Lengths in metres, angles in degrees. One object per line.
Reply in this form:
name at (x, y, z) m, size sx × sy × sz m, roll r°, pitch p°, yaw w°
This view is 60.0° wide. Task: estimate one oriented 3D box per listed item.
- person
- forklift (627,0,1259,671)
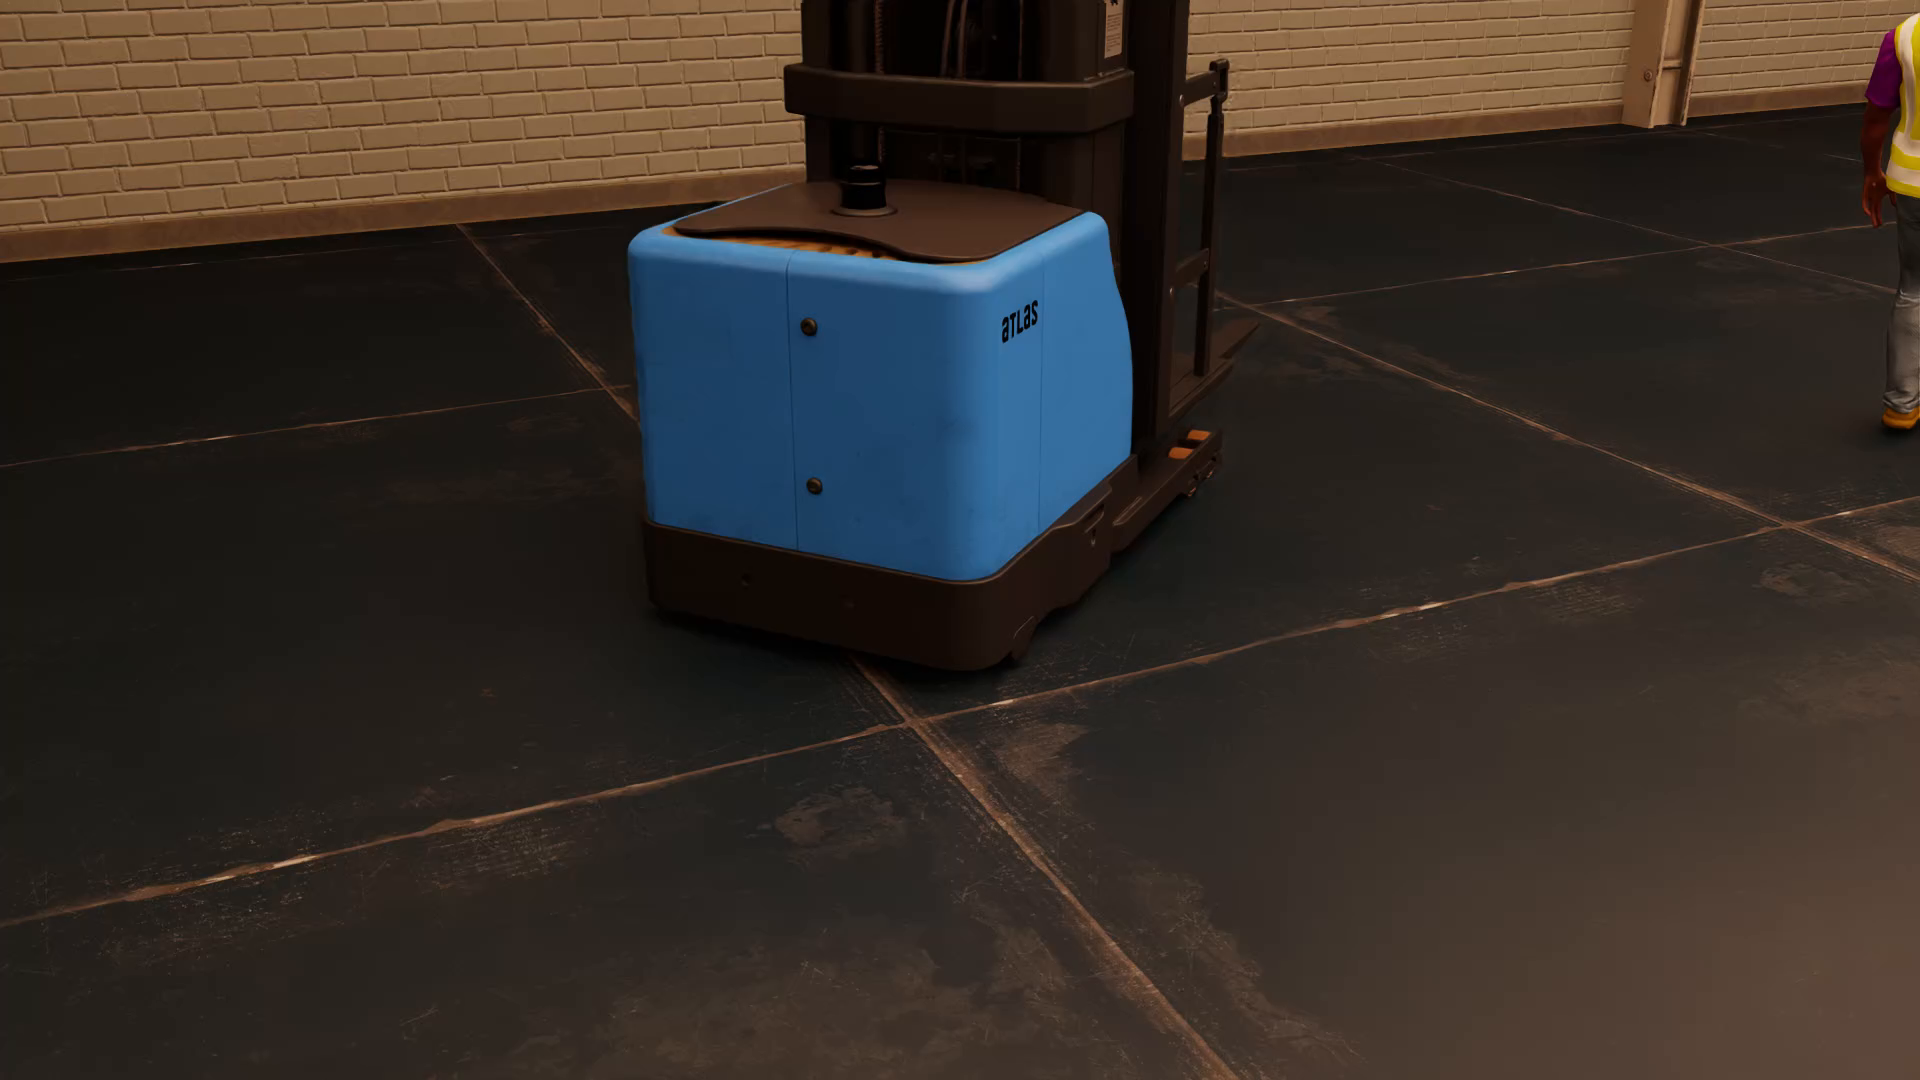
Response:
person at (3.452, -1.214, 5.711) m, size 0.590 × 1.762 × 0.666 m, roll -17°, pitch 28°, yaw -35°
forklift at (0.236, -1.557, 5.034) m, size 1.130 × 2.935 × 3.031 m, roll 10°, pitch 25°, yaw 23°
